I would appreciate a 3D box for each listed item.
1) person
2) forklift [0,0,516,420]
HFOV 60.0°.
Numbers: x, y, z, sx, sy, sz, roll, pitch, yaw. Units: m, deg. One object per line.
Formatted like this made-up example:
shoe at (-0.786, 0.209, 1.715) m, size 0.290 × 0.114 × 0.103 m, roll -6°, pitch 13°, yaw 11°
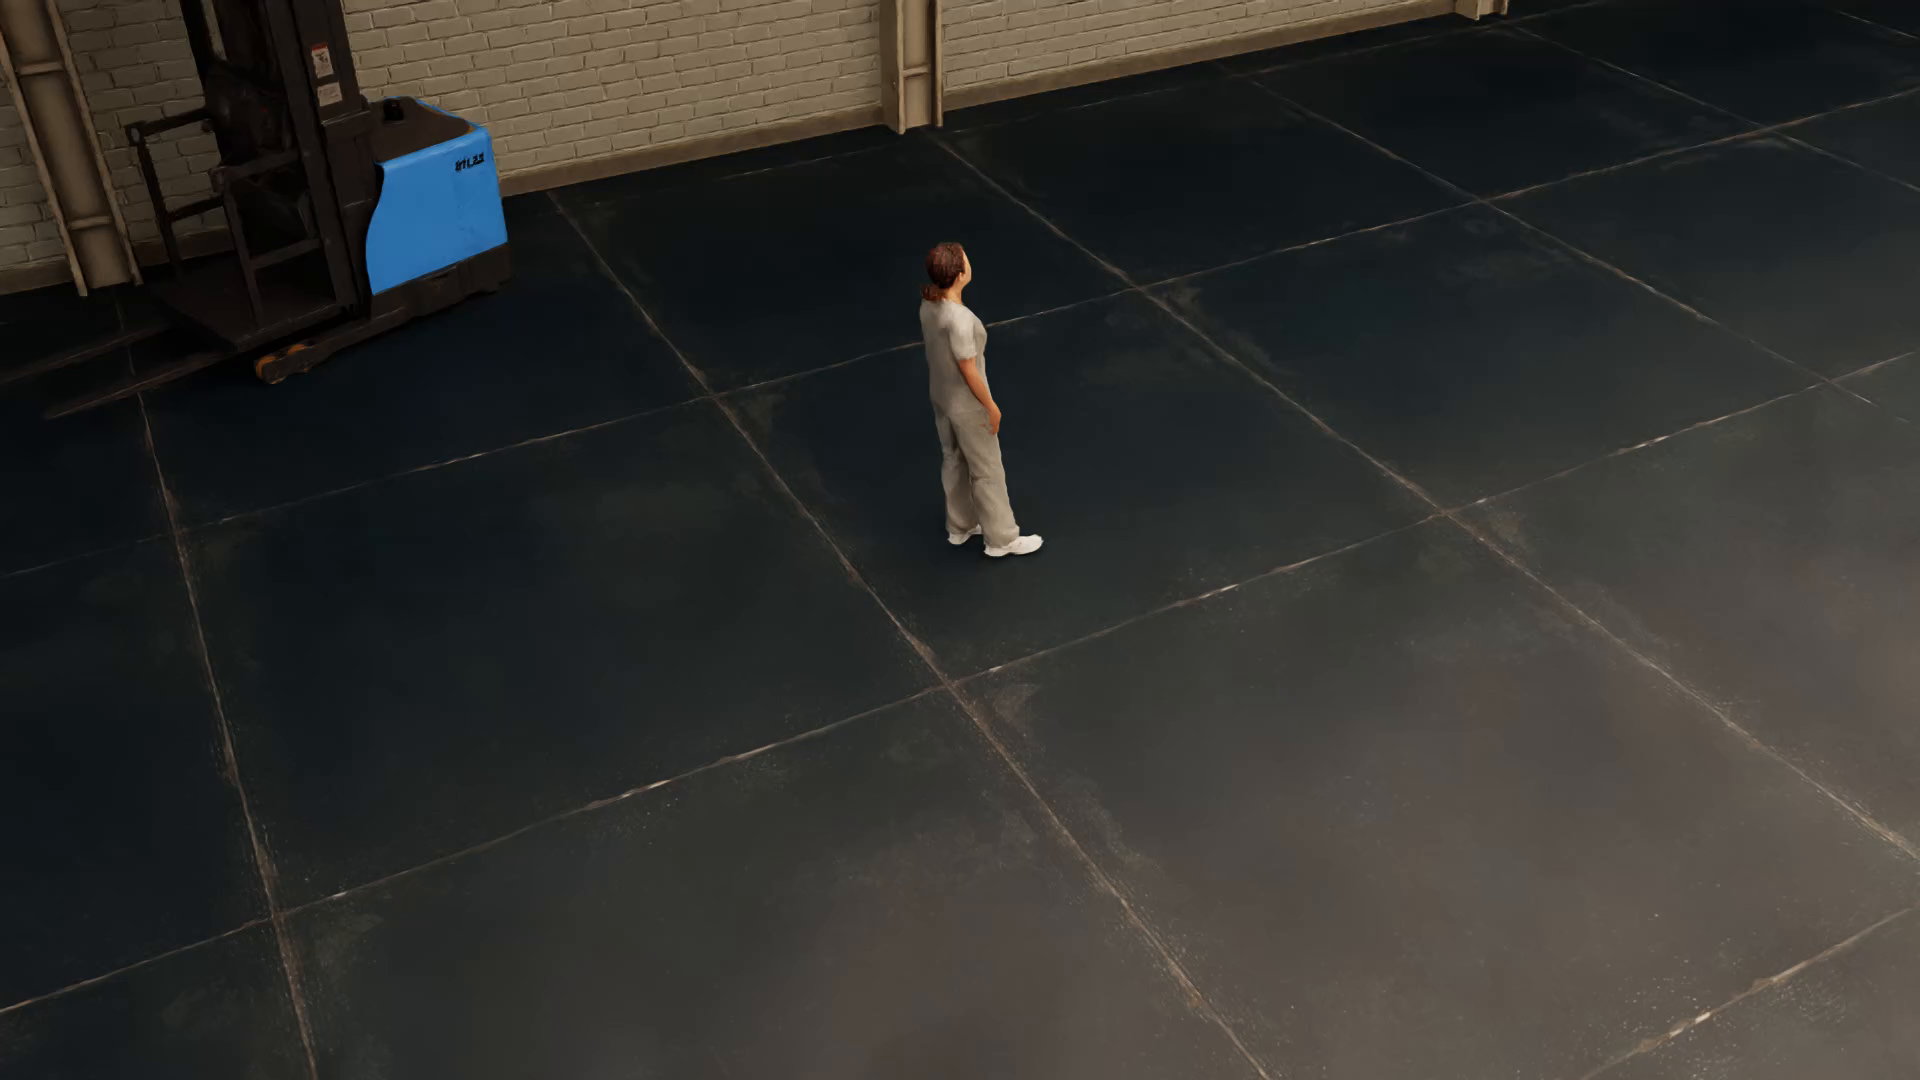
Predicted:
person at (0.072, -0.703, 8.194) m, size 0.548 × 1.673 × 0.550 m, roll -17°, pitch 39°, yaw -23°
forklift at (-4.309, -2.462, 9.606) m, size 1.130 × 2.935 × 3.031 m, roll 27°, pitch 44°, yaw 33°
